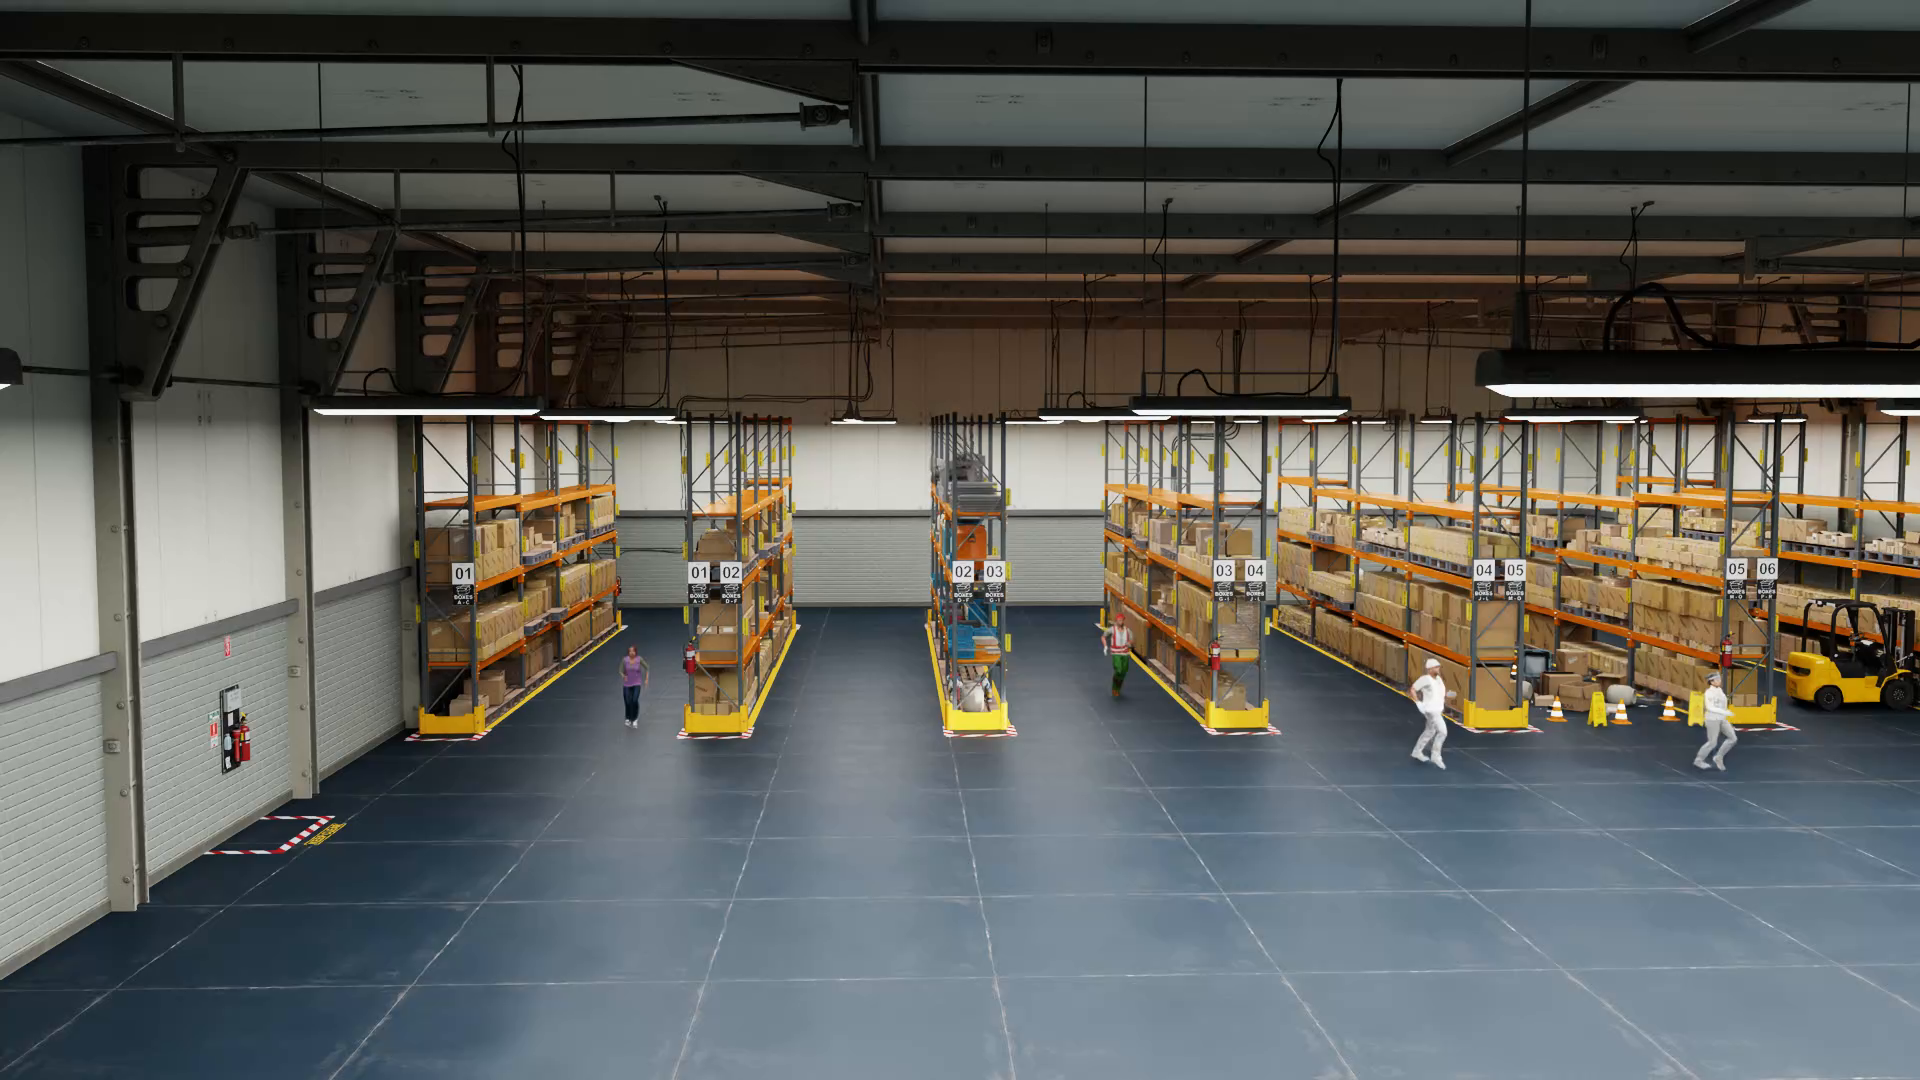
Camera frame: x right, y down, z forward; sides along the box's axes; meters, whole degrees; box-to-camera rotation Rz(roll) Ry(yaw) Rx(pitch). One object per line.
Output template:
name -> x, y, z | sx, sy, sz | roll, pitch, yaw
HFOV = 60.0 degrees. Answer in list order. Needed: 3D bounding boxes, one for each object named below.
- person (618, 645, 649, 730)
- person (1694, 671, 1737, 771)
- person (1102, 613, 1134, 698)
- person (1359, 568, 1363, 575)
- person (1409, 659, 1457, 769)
person -> -6.201, 2.788, 31.573 | 0.571, 1.612, 0.670 | 0, 4, -3
person -> 12.605, 3.009, 27.703 | 0.620, 1.687, 0.667 | -3, 5, -40
person -> 3.378, 2.439, 35.101 | 0.641, 1.775, 0.690 | -1, 4, -16
person -> 11.115, 1.682, 46.383 | 0.653, 1.809, 0.819 | 0, 4, 0
person -> 7.983, 2.920, 28.067 | 0.770, 1.834, 0.666 | 3, 5, 36
